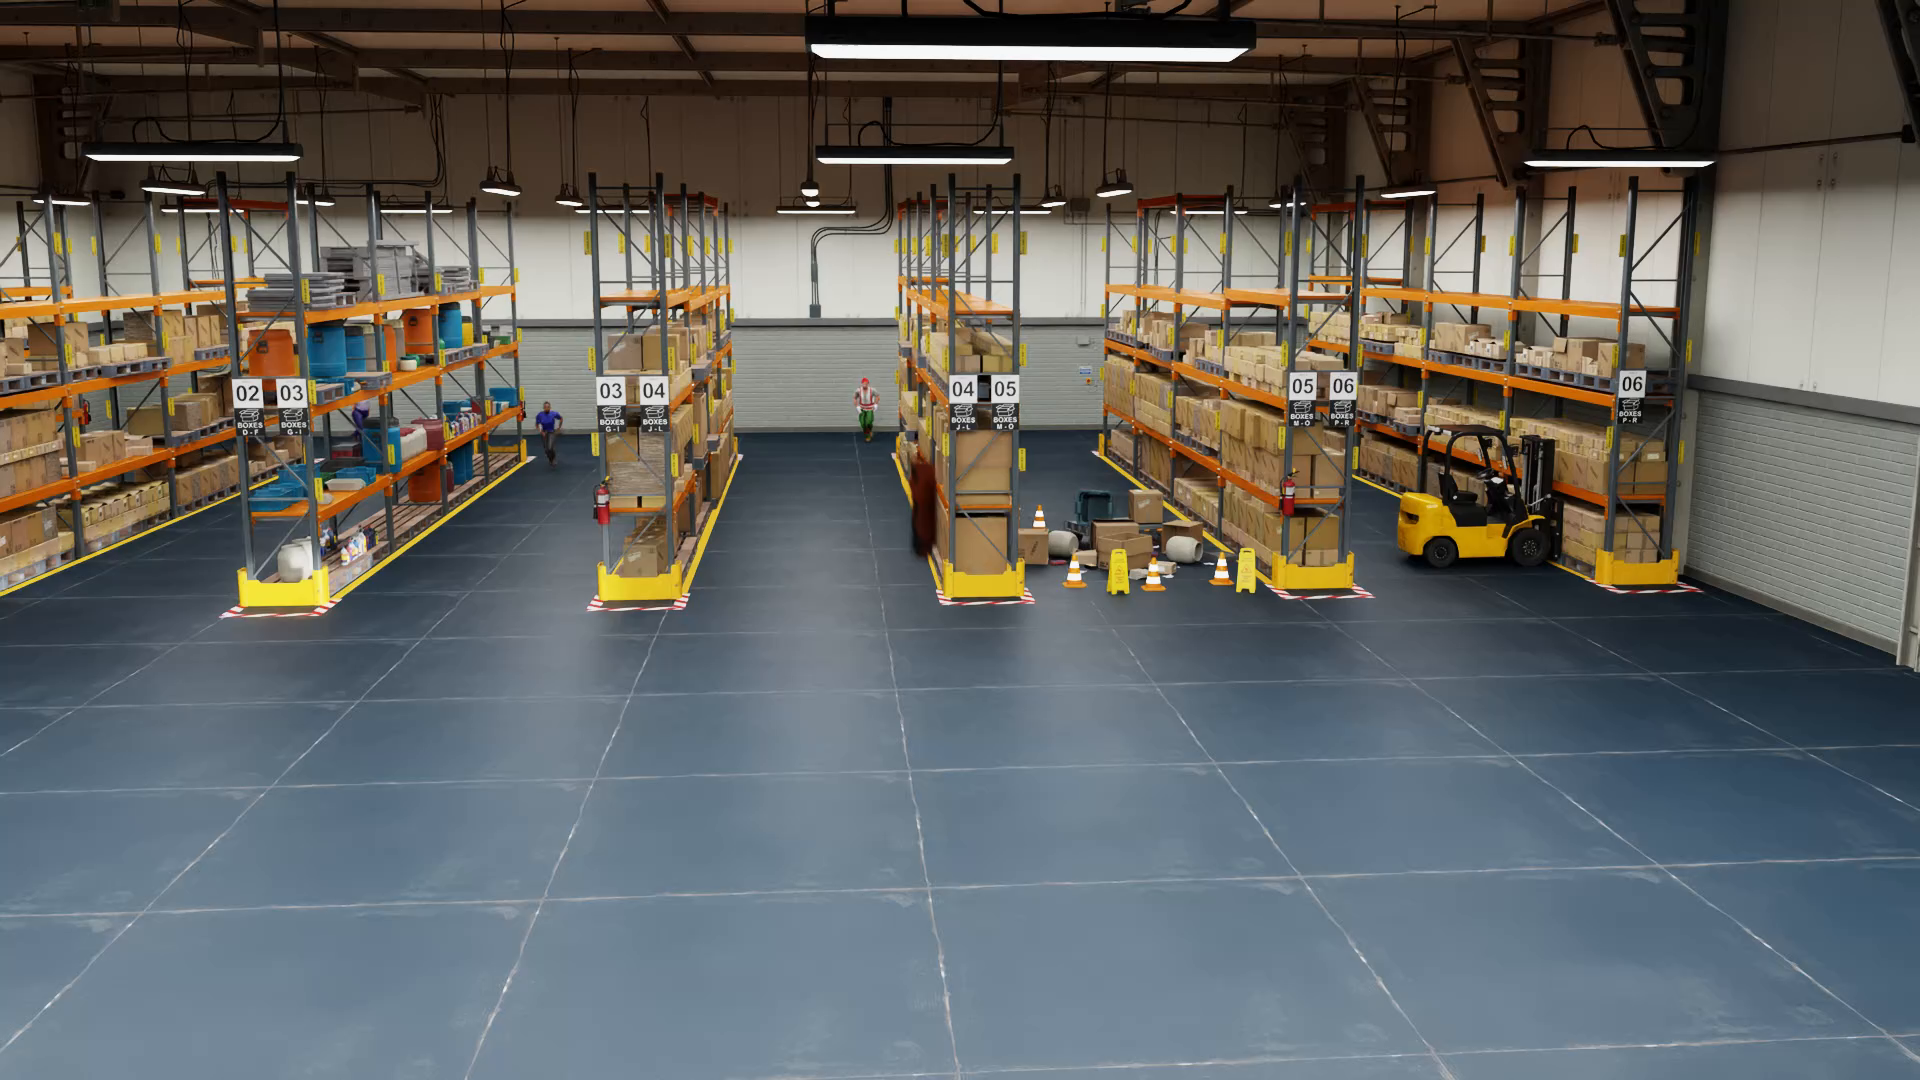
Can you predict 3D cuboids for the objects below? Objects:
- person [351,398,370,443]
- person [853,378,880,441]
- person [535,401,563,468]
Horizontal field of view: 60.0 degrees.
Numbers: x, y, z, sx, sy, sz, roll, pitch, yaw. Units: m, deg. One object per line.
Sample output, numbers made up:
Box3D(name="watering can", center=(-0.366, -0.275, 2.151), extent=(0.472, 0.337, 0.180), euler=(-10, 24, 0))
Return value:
Box3D(name="person", center=(-15.139, -3.164, 41.959), extent=(0.836, 1.591, 0.484), euler=(6, 12, 31))
Box3D(name="person", center=(-2.432, -3.370, 42.993), extent=(0.662, 1.676, 0.682), euler=(1, 10, 6))
Box3D(name="person", center=(-9.293, -2.370, 37.688), extent=(0.559, 1.548, 0.729), euler=(1, 10, 4))
